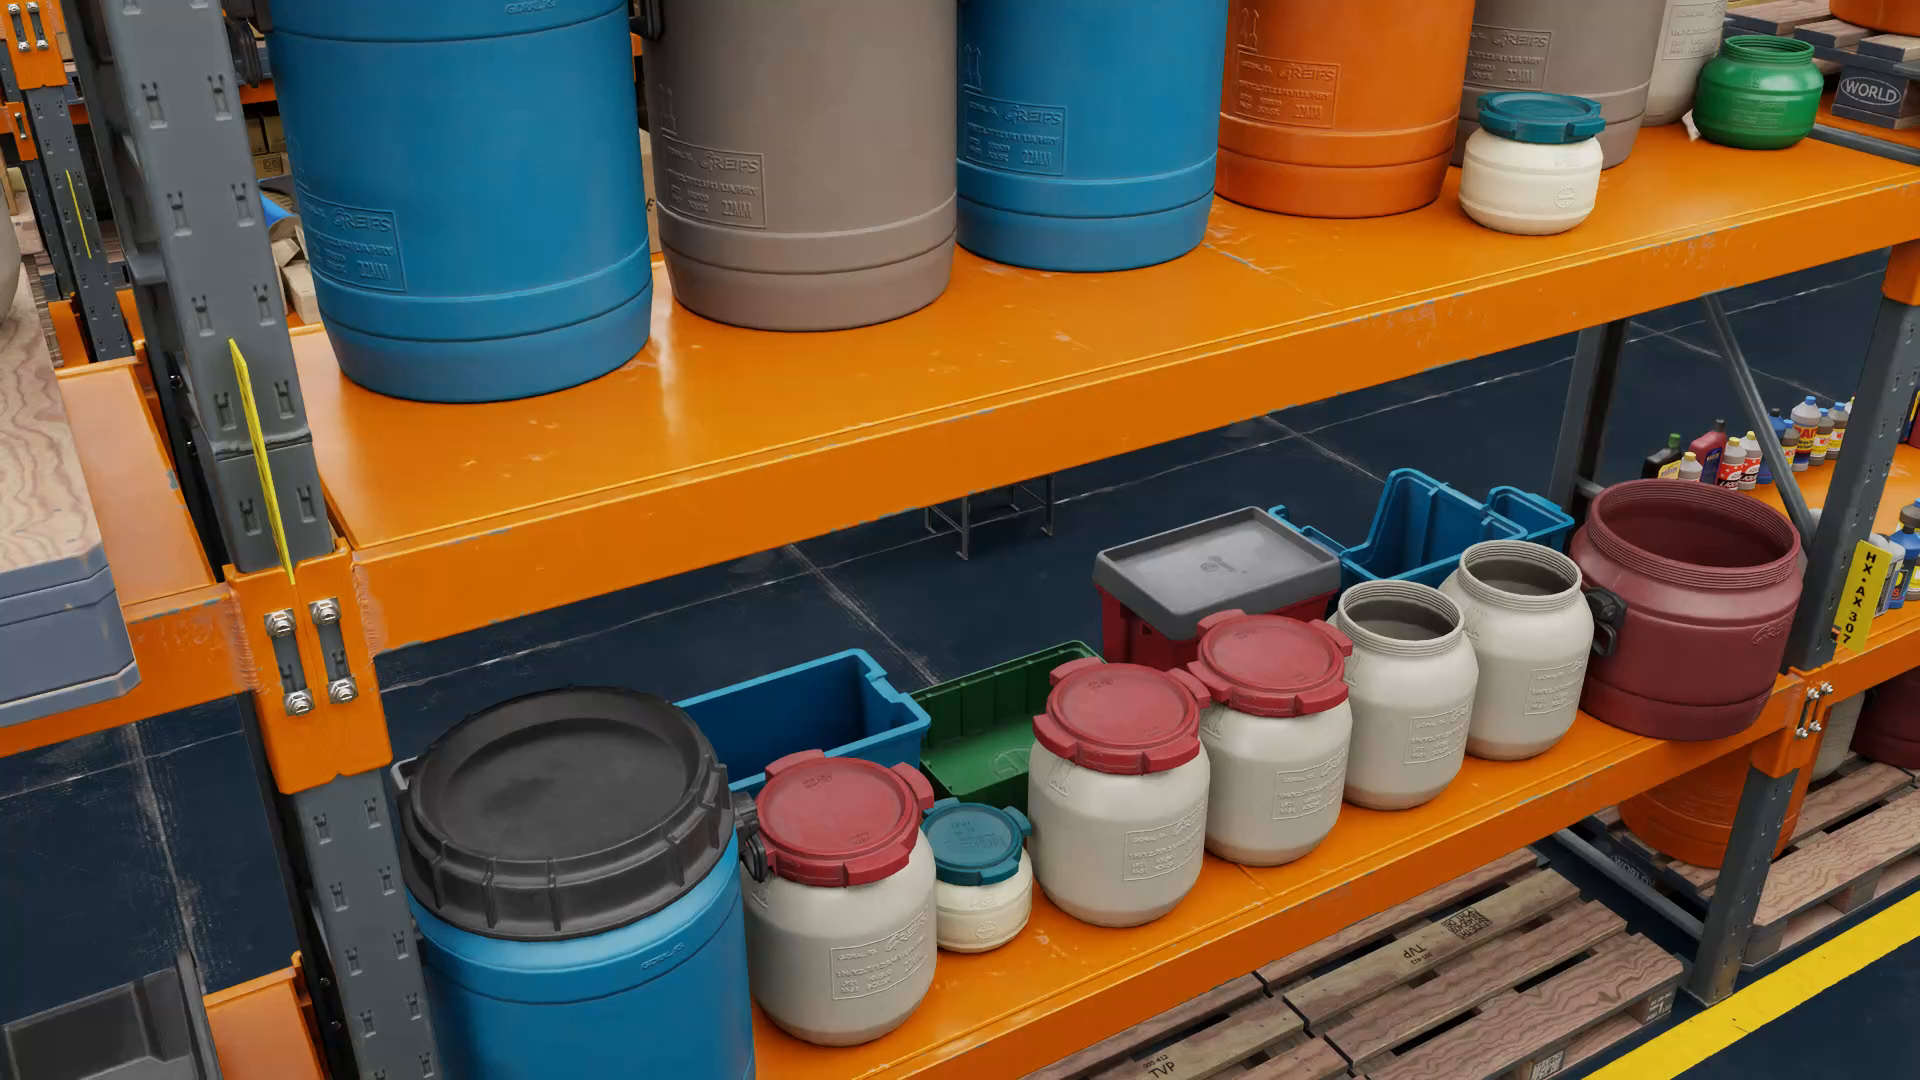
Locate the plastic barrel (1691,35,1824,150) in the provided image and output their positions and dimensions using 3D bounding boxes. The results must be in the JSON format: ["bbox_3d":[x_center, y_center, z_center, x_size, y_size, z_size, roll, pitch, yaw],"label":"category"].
[{"bbox_3d":[2.064,-1.158,4.300,0.294,0.245,0.294,0,29,0],"label":"plastic barrel"}]

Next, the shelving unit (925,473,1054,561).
[{"bbox_3d":[0.143,-0.960,7.816,0.503,2.100,0.431,-16,33,-26],"label":"shelving unit"}]

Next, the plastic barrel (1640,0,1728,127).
[{"bbox_3d":[1.828,-1.408,4.477,0.421,0.512,0.421,0,29,0],"label":"plastic barrel"}]

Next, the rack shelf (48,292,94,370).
[{"bbox_3d":[-5.428,-0.275,6.389,4.000,0.370,1.077,-16,33,-26],"label":"rack shelf"}]

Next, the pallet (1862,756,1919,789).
[{"bbox_3d":[3.960,0.719,6.728,1.213,0.211,1.003,-16,33,-26],"label":"pallet"}]

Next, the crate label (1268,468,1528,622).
[{"bbox_3d":[1.257,0.121,4.890,0.616,0.435,0.502,-16,33,-26],"label":"crate label"}]

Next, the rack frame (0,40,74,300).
[{"bbox_3d":[-6.217,-3.142,10.840,0.127,3.000,1.000,-16,33,-26],"label":"rack frame"}]

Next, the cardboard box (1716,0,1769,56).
[{"bbox_3d":[5.081,-3.466,11.323,0.500,0.500,0.500,-16,33,-27],"label":"cardboard box"}]

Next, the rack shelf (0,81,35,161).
[{"bbox_3d":[-7.941,-2.338,10.126,4.000,0.370,1.077,-16,33,-26],"label":"rack shelf"}]

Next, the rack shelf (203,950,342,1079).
[{"bbox_3d":[-2.922,1.789,2.648,4.000,0.370,1.077,-16,33,-26],"label":"rack shelf"}]

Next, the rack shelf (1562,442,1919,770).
[{"bbox_3d":[3.975,-0.169,6.196,4.000,0.370,1.077,-16,33,-26],"label":"rack shelf"}]

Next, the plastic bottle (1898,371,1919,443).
[{"bbox_3d":[3.527,-0.551,6.195,0.185,0.351,0.144,-16,33,-26],"label":"plastic bottle"}]

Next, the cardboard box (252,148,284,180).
[{"bbox_3d":[-5.171,-2.575,11.943,0.500,0.500,0.700,-17,33,-27],"label":"cardboard box"}]

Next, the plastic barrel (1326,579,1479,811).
[{"bbox_3d":[1.109,0.401,4.304,0.421,0.512,0.421,0,29,0],"label":"plastic barrel"}]

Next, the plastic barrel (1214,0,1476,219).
[{"bbox_3d":[0.869,-1.225,3.816,0.708,0.830,0.600,-16,33,-26],"label":"plastic barrel"}]

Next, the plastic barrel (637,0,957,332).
[{"bbox_3d":[-0.305,-0.923,3.195,0.600,0.901,0.600,0,29,0],"label":"plastic barrel"}]

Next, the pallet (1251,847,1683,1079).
[{"bbox_3d":[1.563,1.400,5.495,1.213,0.211,1.003,-16,33,-26],"label":"pallet"}]

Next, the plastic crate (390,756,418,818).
[{"bbox_3d":[-0.935,0.711,3.791,0.583,0.464,0.402,-16,33,-26],"label":"plastic crate"}]

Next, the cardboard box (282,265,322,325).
[{"bbox_3d":[-2.836,-1.101,7.401,0.250,0.149,0.380,-16,33,-26],"label":"cardboard box"}]

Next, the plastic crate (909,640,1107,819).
[{"bbox_3d":[0.161,0.534,4.398,0.662,0.188,0.450,-16,33,-26],"label":"plastic crate"}]

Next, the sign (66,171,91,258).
[{"bbox_3d":[-3.421,-1.262,6.455,0.005,0.325,0.100,-16,33,-26],"label":"sign"}]

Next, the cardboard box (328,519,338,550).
[{"bbox_3d":[-2.789,-0.180,7.882,0.500,0.250,0.500,-15,32,-25],"label":"cardboard box"}]

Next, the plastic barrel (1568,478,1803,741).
[{"bbox_3d":[2.004,0.186,4.668,0.708,0.536,0.600,-16,33,-26],"label":"plastic barrel"}]

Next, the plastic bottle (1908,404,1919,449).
[{"bbox_3d":[3.601,-0.485,6.145,0.133,0.283,0.061,-16,33,-26],"label":"plastic bottle"}]

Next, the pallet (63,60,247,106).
[{"bbox_3d":[-5.484,-3.185,11.115,1.213,0.211,1.003,-16,33,-26],"label":"pallet"}]

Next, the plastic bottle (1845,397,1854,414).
[{"bbox_3d":[3.279,-0.428,6.127,0.097,0.201,0.097,0,29,0],"label":"plastic bottle"}]

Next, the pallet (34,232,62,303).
[{"bbox_3d":[-6.778,-1.742,11.189,1.213,0.211,1.003,-16,33,-26],"label":"pallet"}]

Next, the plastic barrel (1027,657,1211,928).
[{"bbox_3d":[0.371,0.603,3.913,0.433,0.535,0.433,0,29,0],"label":"plastic barrel"}]

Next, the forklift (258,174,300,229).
[{"bbox_3d":[-2.831,-2.729,10.162,3.031,2.935,1.130,-21,35,-33],"label":"forklift"}]

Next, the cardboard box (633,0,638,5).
[{"bbox_3d":[-2.220,-4.317,12.535,0.500,0.500,0.500,-15,32,-25],"label":"cardboard box"}]

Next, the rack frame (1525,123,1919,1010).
[{"bbox_3d":[2.251,0.006,5.135,0.127,3.000,1.000,-16,33,-26],"label":"rack frame"}]

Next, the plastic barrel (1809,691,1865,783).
[{"bbox_3d":[3.106,0.609,6.183,0.421,0.512,0.421,0,29,0],"label":"plastic barrel"}]

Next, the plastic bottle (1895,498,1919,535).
[{"bbox_3d":[3.107,-0.039,5.422,0.097,0.201,0.097,0,29,0],"label":"plastic bottle"}]

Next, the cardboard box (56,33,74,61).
[{"bbox_3d":[-5.761,-3.489,10.909,0.500,0.500,0.700,-16,33,-26],"label":"cardboard box"}]

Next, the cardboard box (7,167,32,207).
[{"bbox_3d":[-4.034,-1.422,6.948,0.250,0.149,0.380,-16,33,-26],"label":"cardboard box"}]

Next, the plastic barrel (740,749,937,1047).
[{"bbox_3d":[-0.262,0.782,3.587,0.433,0.535,0.433,0,29,0],"label":"plastic barrel"}]

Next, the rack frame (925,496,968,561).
[{"bbox_3d":[-0.068,-0.900,7.708,0.015,2.100,0.400,-16,33,-26],"label":"rack frame"}]

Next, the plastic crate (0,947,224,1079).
[{"bbox_3d":[-1.713,1.087,3.240,0.504,0.338,0.767,-16,33,-26],"label":"plastic crate"}]

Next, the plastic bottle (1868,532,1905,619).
[{"bbox_3d":[2.788,0.089,5.113,0.135,0.276,0.152,-16,33,-26],"label":"plastic bottle"}]

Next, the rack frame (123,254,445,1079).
[{"bbox_3d":[-1.198,0.985,3.361,0.127,3.000,1.000,-16,33,-26],"label":"rack frame"}]

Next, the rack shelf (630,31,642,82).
[{"bbox_3d":[-1.044,-4.296,13.675,4.000,0.370,1.077,-16,33,-26],"label":"rack shelf"}]

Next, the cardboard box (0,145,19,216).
[{"bbox_3d":[-4.083,-1.580,6.563,0.500,0.500,0.700,-16,33,-26],"label":"cardboard box"}]

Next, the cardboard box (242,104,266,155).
[{"bbox_3d":[-5.213,-2.865,11.693,0.500,0.250,0.500,-17,33,-27],"label":"cardboard box"}]

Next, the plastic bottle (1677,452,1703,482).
[{"bbox_3d":[2.492,-0.205,5.722,0.097,0.201,0.097,0,29,0],"label":"plastic bottle"}]

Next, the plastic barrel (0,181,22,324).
[{"bbox_3d":[-1.668,-0.538,2.465,0.421,0.512,0.421,0,29,0],"label":"plastic barrel"}]

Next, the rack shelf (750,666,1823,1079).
[{"bbox_3d":[0.527,0.810,4.422,4.000,0.370,1.077,-16,33,-26],"label":"rack shelf"}]

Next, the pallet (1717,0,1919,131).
[{"bbox_3d":[2.960,-1.371,4.722,1.213,0.211,1.003,-16,33,-26],"label":"pallet"}]

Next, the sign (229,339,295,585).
[{"bbox_3d":[-0.929,-0.101,2.214,0.005,0.325,0.100,-16,33,-26],"label":"sign"}]

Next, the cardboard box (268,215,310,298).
[{"bbox_3d":[-3.039,-1.313,7.663,0.258,0.266,0.396,-17,33,-28],"label":"cardboard box"}]

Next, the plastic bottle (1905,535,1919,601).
[{"bbox_3d":[2.986,0.081,5.205,0.097,0.201,0.097,0,29,0],"label":"plastic bottle"}]

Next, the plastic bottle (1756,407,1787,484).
[{"bbox_3d":[2.859,-0.340,5.894,0.097,0.271,0.097,0,29,0],"label":"plastic bottle"}]

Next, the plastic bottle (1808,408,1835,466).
[{"bbox_3d":[3.111,-0.380,6.040,0.097,0.201,0.097,0,29,0],"label":"plastic bottle"}]

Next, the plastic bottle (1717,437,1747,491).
[{"bbox_3d":[2.691,-0.261,5.825,0.097,0.201,0.097,0,29,0],"label":"plastic bottle"}]
